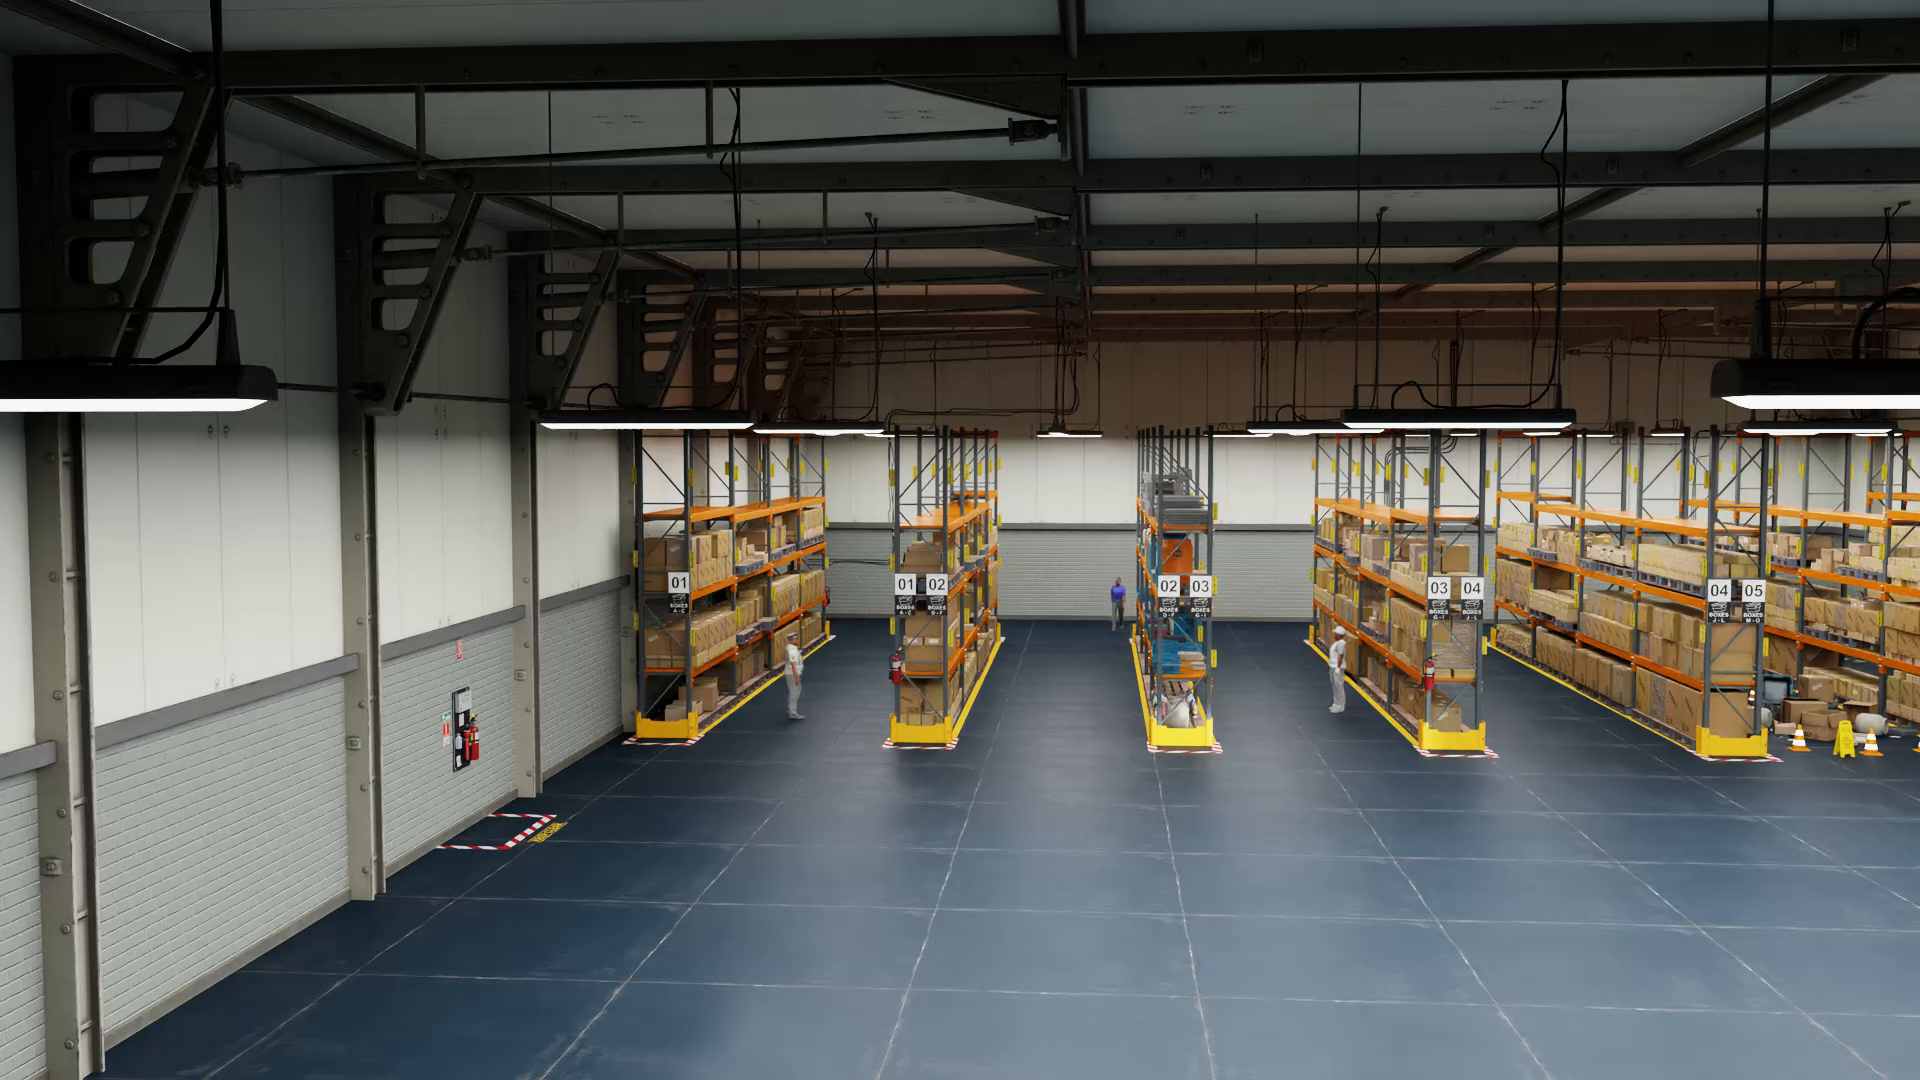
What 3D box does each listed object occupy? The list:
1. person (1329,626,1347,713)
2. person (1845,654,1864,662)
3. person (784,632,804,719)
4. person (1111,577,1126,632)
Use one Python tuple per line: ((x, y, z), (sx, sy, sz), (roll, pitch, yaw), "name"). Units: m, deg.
((7.970, 2.717, 35.145), (0.448, 1.787, 0.588), (0, 3, -8), "person")
((22.927, 2.353, 42.738), (0.502, 1.578, 0.842), (-1, 4, -18), "person")
((-3.428, 2.826, 34.309), (0.413, 1.867, 0.567), (0, 3, -3), "person")
((4.728, 1.919, 49.709), (0.444, 1.599, 0.994), (0, 3, 7), "person")
